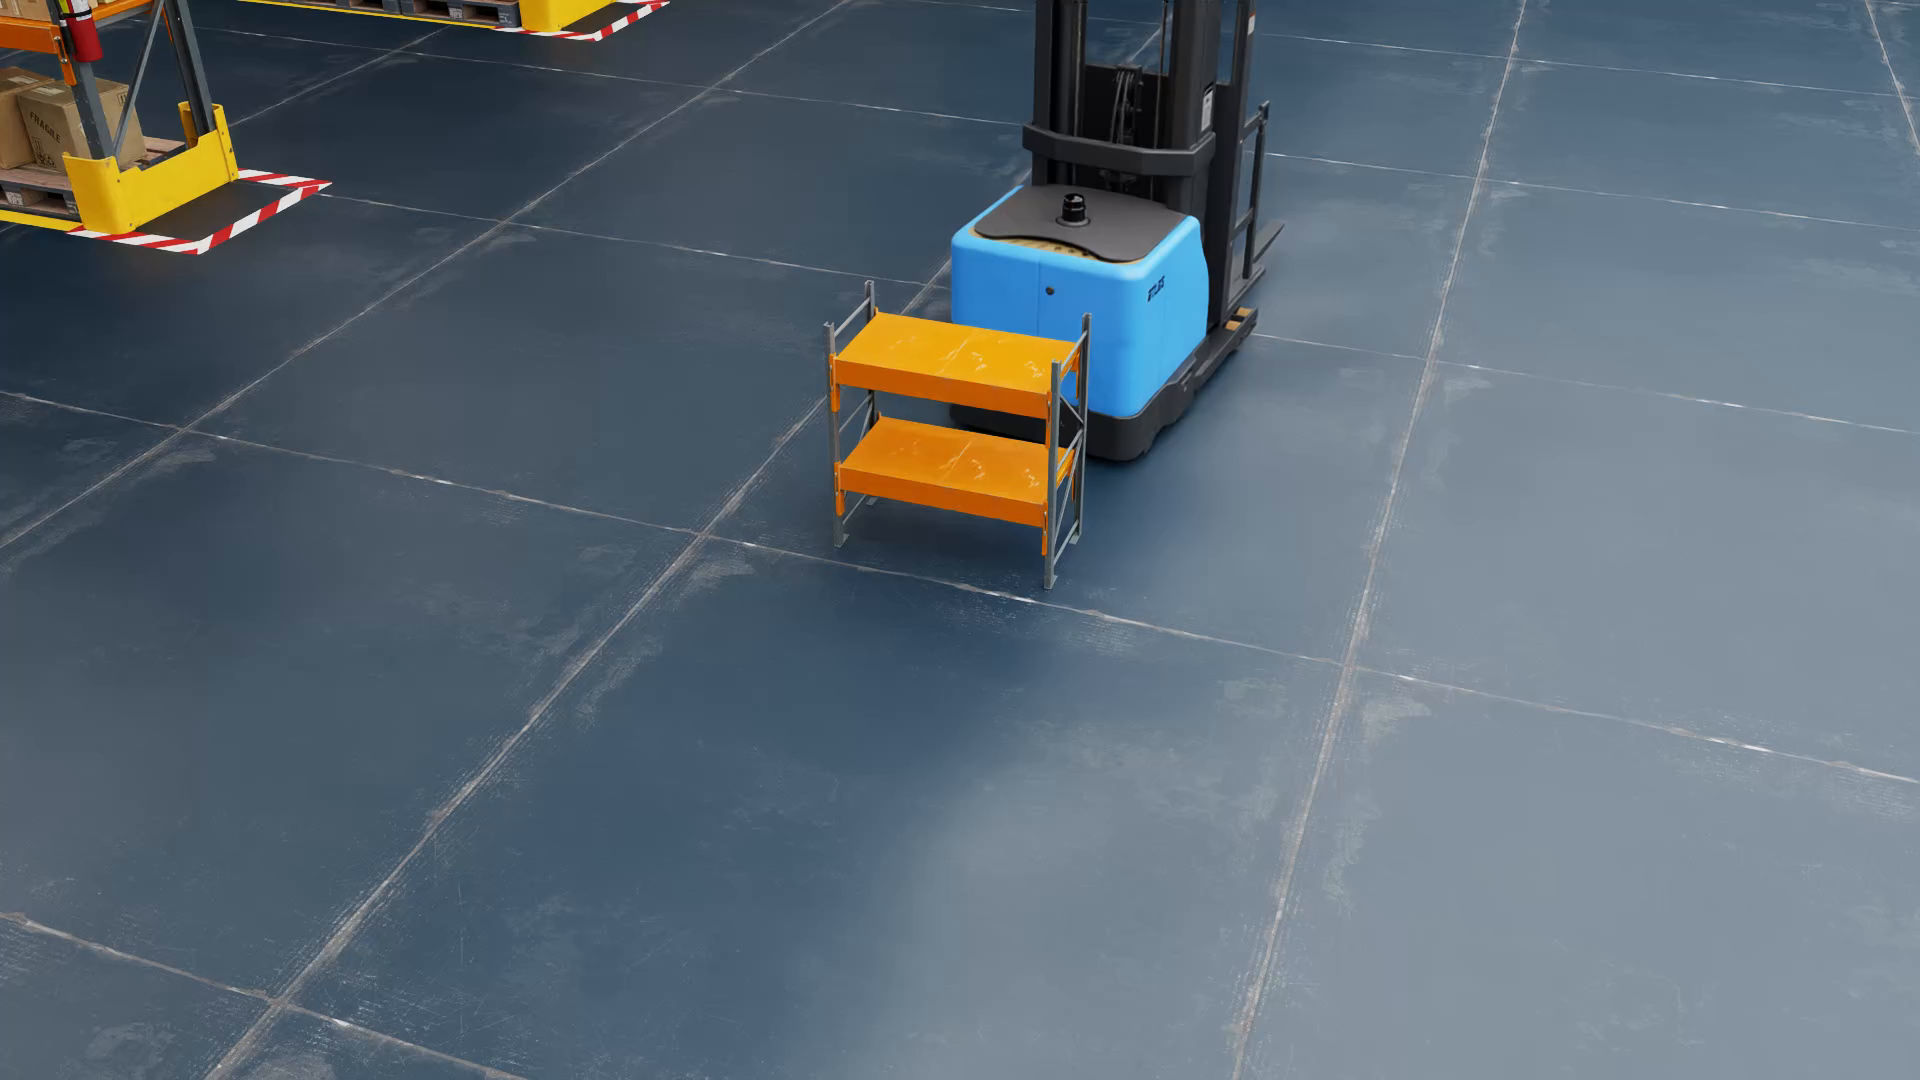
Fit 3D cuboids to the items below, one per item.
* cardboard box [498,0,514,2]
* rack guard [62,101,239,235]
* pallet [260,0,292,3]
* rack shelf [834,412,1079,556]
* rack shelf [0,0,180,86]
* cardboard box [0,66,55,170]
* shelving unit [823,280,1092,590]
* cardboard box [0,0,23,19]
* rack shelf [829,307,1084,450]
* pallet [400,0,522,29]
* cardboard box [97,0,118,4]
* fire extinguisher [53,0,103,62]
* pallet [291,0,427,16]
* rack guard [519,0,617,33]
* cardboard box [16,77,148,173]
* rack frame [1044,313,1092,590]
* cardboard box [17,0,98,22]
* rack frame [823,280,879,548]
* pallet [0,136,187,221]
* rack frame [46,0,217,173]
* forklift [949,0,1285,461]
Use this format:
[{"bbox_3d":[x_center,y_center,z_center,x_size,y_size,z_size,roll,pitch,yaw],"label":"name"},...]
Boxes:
[{"bbox_3d":[-4.237,-5.441,14.983,0.875,0.875,0.875,11,35,17],"label":"cardboard box"},{"bbox_3d":[-5.417,-2.516,11.187,0.348,0.500,1.175,11,34,16],"label":"rack guard"},{"bbox_3d":[-6.653,-5.448,15.994,1.213,0.211,1.003,11,34,16],"label":"pallet"},{"bbox_3d":[-0.006,-0.268,7.579,1.000,0.278,0.538,11,34,16],"label":"rack shelf"},{"bbox_3d":[-7.228,-3.616,11.249,4.000,0.370,1.077,11,34,16],"label":"rack shelf"},{"bbox_3d":[-6.502,-2.894,11.384,0.500,0.500,0.500,21,38,29],"label":"cardboard box"},{"bbox_3d":[-0.006,-0.474,7.447,1.048,1.125,0.538,11,34,16],"label":"shelving unit"},{"bbox_3d":[-5.918,-3.440,10.544,0.250,0.149,0.380,11,34,16],"label":"cardboard box"},{"bbox_3d":[-0.006,-0.720,7.288,1.000,0.278,0.538,11,34,16],"label":"rack shelf"},{"bbox_3d":[-4.356,-5.002,15.302,1.213,0.211,1.003,11,34,16],"label":"pallet"},{"bbox_3d":[-5.533,-3.621,10.824,0.250,0.149,0.380,11,34,16],"label":"cardboard box"},{"bbox_3d":[-5.393,-3.264,10.111,0.183,0.674,0.296,11,34,16],"label":"fire extinguisher"},{"bbox_3d":[-5.500,-5.226,15.649,1.213,0.211,1.003,11,34,16],"label":"pallet"},{"bbox_3d":[-3.554,-5.012,15.052,0.348,0.500,1.175,11,34,16],"label":"rack guard"},{"bbox_3d":[-5.927,-2.802,11.241,0.500,0.500,0.500,18,37,25],"label":"cardboard box"},{"bbox_3d":[0.472,-0.381,7.303,0.032,1.125,0.500,11,34,16],"label":"rack frame"},{"bbox_3d":[-5.683,-3.394,10.473,0.250,0.149,0.380,11,34,16],"label":"cardboard box"},{"bbox_3d":[-0.485,-0.567,7.591,0.032,1.125,0.500,11,34,16],"label":"rack frame"},{"bbox_3d":[-6.169,-2.562,11.523,1.213,0.211,1.003,11,34,16],"label":"pallet"},{"bbox_3d":[-5.345,-3.553,10.487,0.127,3.000,1.000,11,34,16],"label":"rack frame"},{"bbox_3d":[1.058,-2.403,8.770,1.130,2.935,3.031,15,36,22],"label":"forklift"}]
